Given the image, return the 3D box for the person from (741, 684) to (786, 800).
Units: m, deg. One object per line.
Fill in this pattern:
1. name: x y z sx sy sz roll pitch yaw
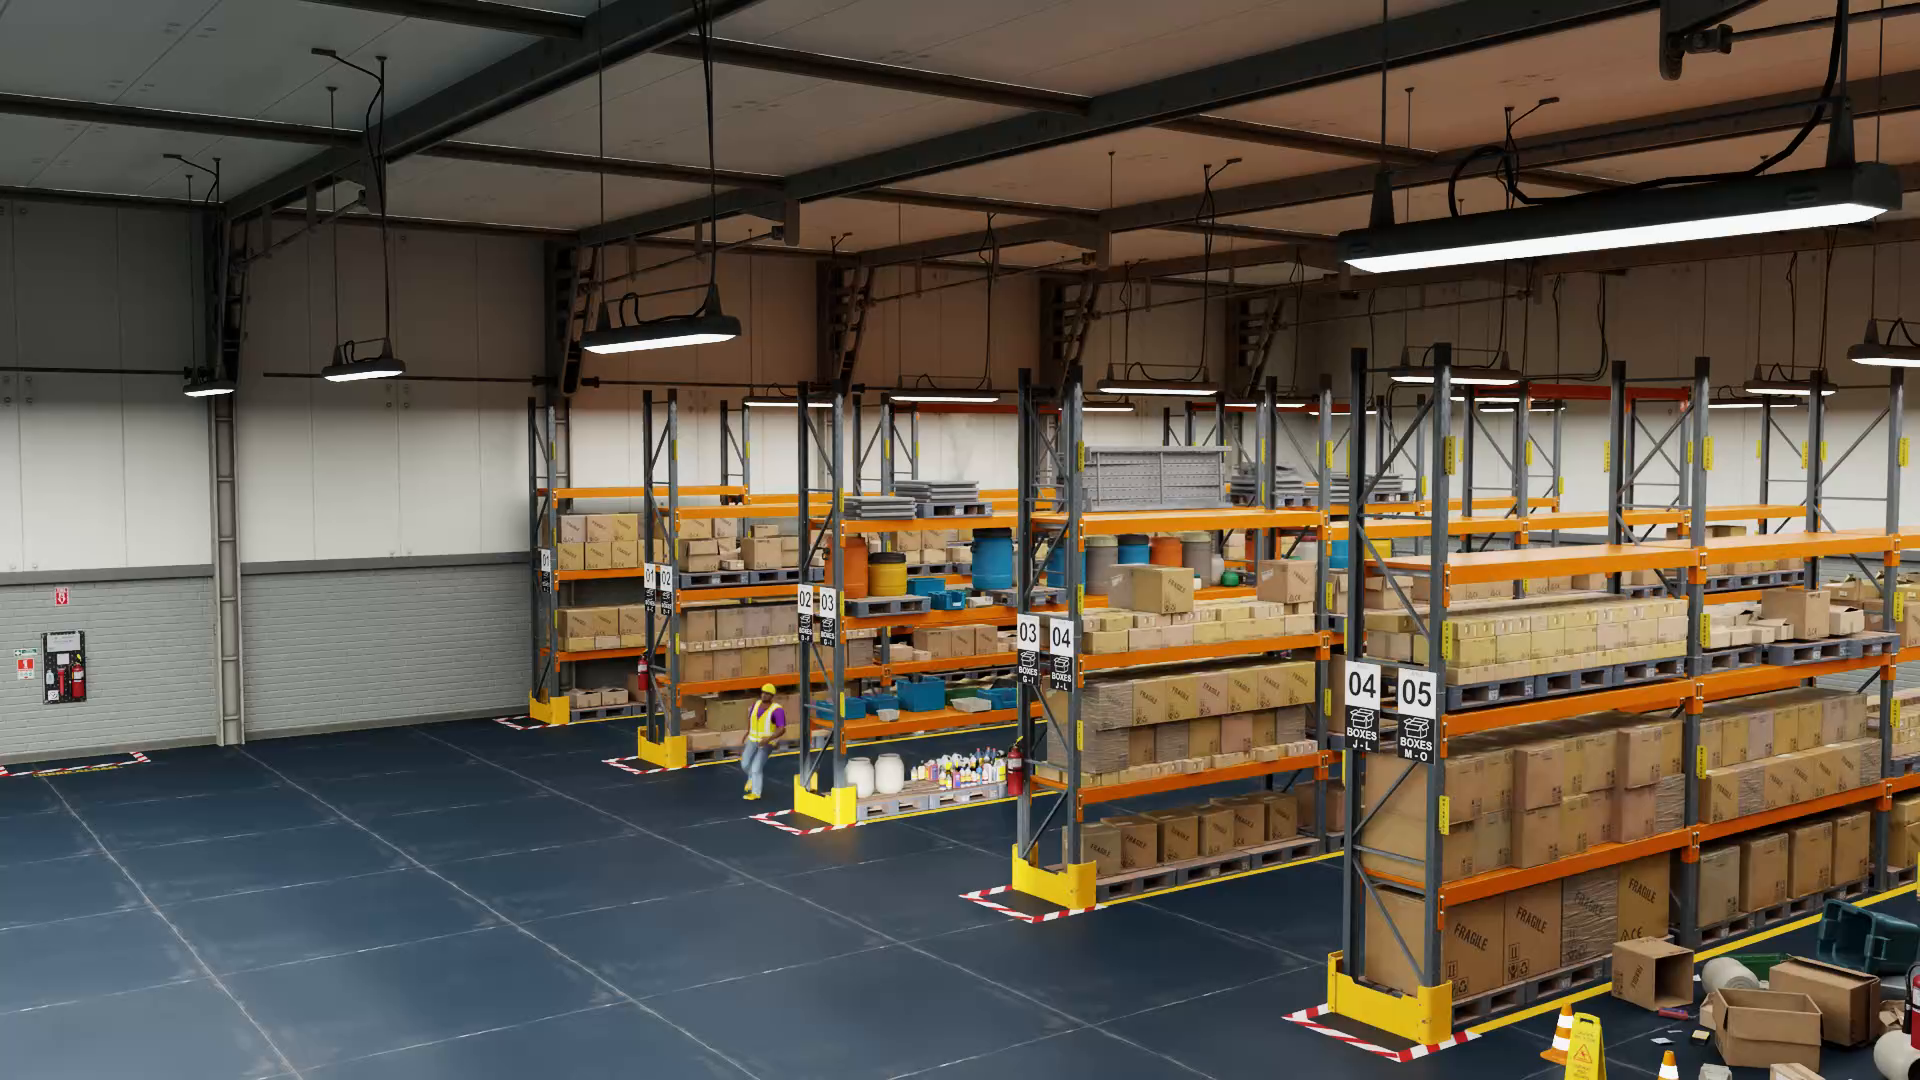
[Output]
1. person: -2.862 2.905 23.874 0.744 1.695 0.572 2 4 26
